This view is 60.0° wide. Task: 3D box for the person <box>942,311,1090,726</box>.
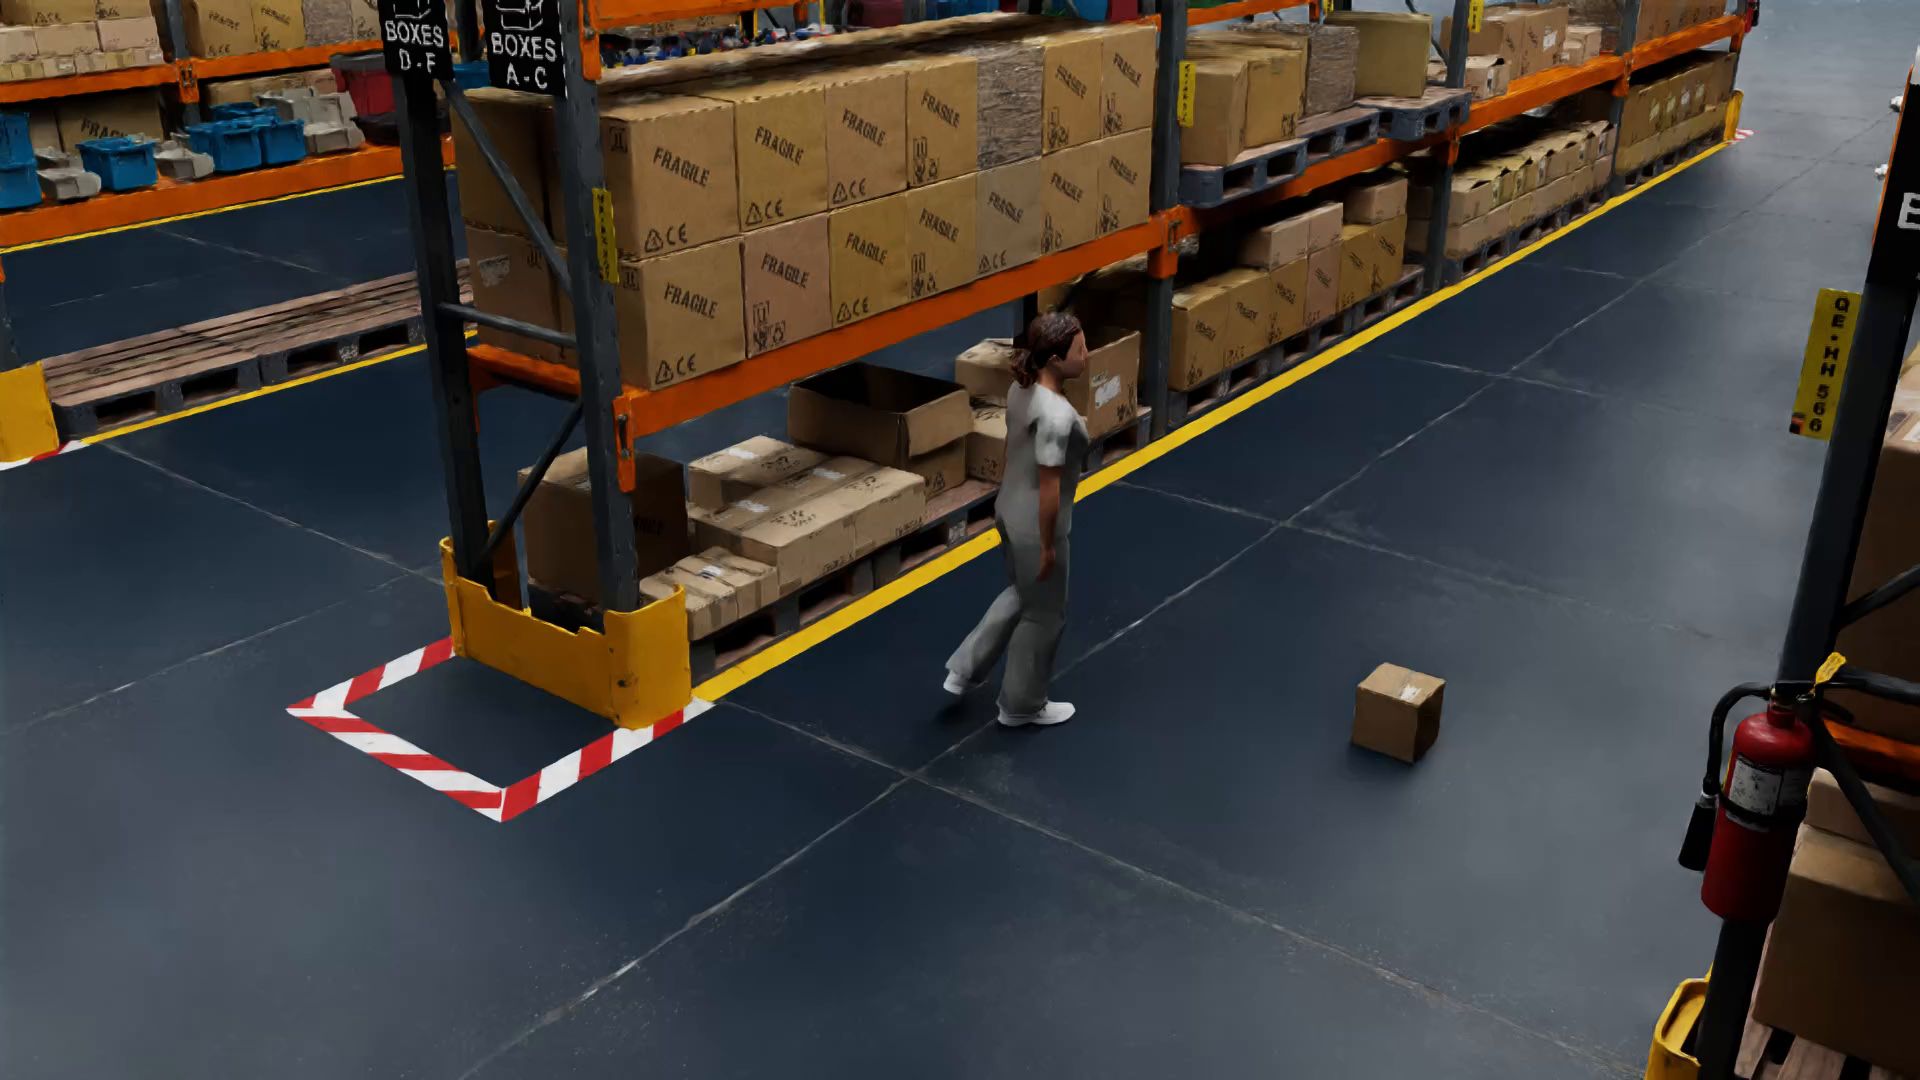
[{"bbox_3d":[0.203,-0.037,6.220,0.526,1.639,0.506,-8,25,-17],"label":"person"}]
